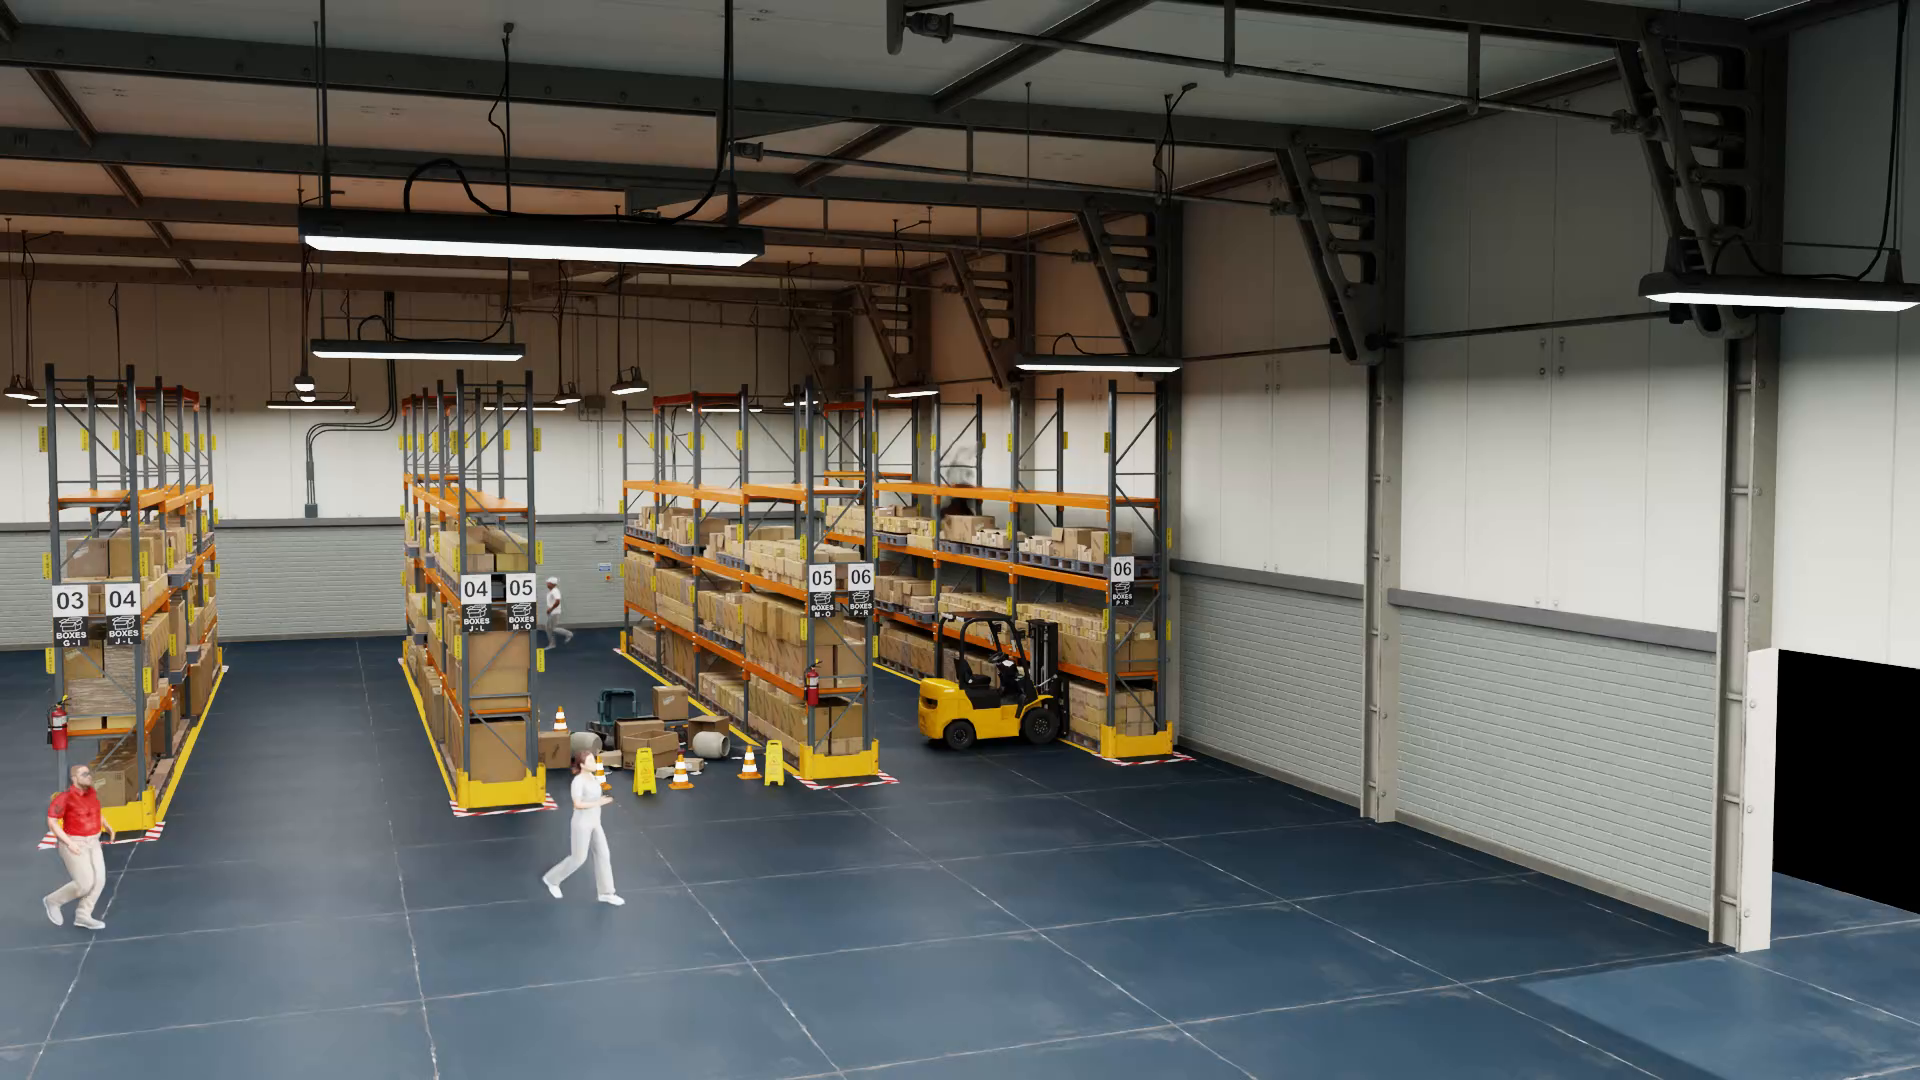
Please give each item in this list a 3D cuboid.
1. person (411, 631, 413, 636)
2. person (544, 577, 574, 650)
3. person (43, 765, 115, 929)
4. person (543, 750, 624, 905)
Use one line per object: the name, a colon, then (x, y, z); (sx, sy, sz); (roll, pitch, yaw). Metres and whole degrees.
person: (-12.583, 1.849, 38.882); (0.766, 1.828, 0.669); (-3, 5, -43)
person: (-9.737, 1.783, 40.287); (0.742, 1.766, 0.701); (-1, 3, -16)
person: (-9.106, 3.160, 17.167); (0.600, 1.700, 0.683); (0, 3, 8)
person: (-4.070, 3.091, 17.969); (0.929, 1.662, 0.584); (1, 3, 14)
